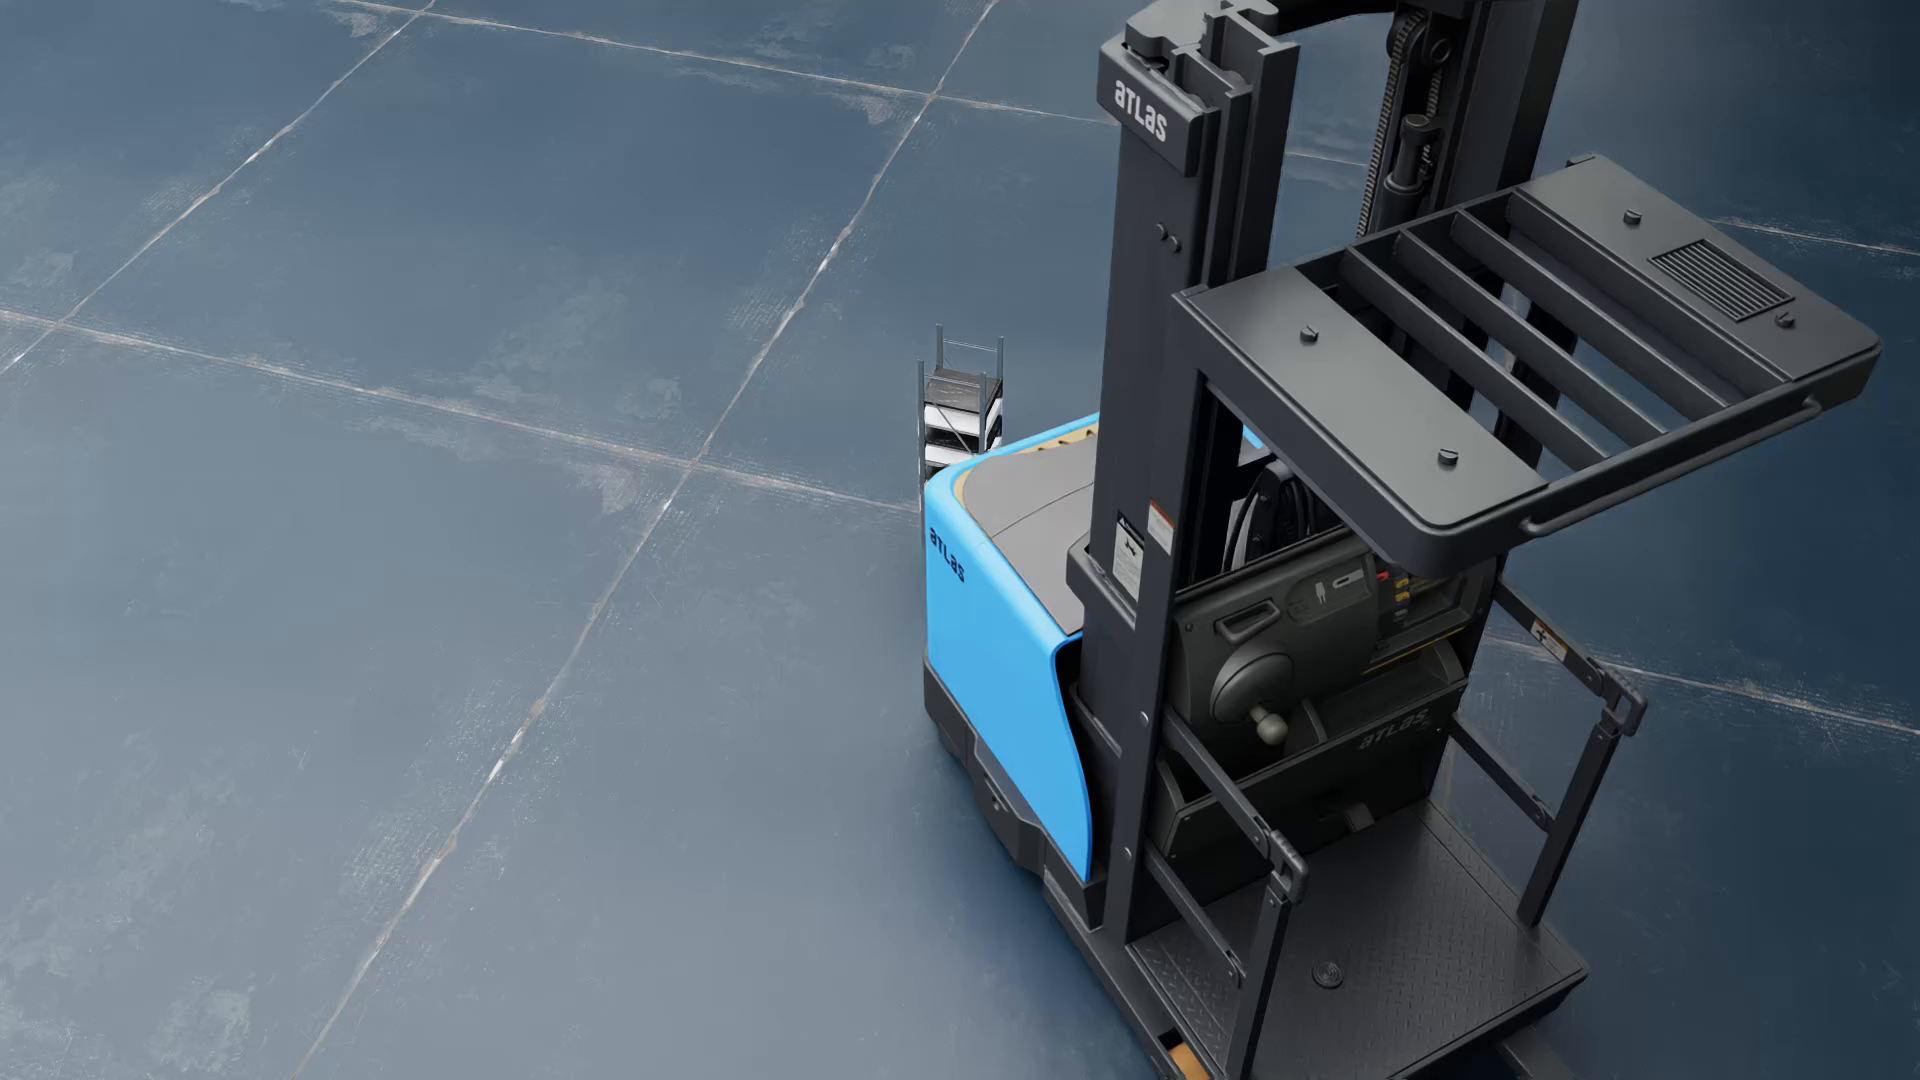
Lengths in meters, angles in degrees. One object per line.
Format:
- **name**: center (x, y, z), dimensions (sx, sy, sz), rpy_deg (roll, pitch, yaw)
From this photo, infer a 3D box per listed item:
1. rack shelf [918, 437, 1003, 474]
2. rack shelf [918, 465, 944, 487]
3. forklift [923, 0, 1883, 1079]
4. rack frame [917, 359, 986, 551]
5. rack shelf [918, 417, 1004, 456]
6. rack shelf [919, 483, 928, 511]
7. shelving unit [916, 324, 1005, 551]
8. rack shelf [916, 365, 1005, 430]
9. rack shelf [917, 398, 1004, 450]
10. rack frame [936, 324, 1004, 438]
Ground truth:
- **rack shelf**: center (0.002, -0.303, 5.964), dimensions (0.258, 0.077, 0.200), rpy_deg (13, 46, 12)
- **rack shelf**: center (0.002, -0.239, 6.027), dimensions (0.258, 0.077, 0.200), rpy_deg (13, 46, 12)
- **forklift**: center (1.025, 0.272, 3.876), dimensions (1.130, 2.935, 3.031), rpy_deg (-21, 48, -20)
- **rack frame**: center (-0.028, -0.259, 5.872), dimensions (0.240, 0.900, 0.006), rpy_deg (13, 46, 12)
- **rack shelf**: center (0.002, -0.368, 5.901), dimensions (0.258, 0.077, 0.200), rpy_deg (13, 46, 12)
- **rack shelf**: center (0.002, -0.175, 6.090), dimensions (0.258, 0.077, 0.200), rpy_deg (13, 46, 12)
- **shelving unit**: center (0.002, -0.327, 5.941), dimensions (0.258, 0.900, 0.210), rpy_deg (13, 46, 12)
- **rack shelf**: center (0.002, -0.496, 5.775), dimensions (0.258, 0.077, 0.200), rpy_deg (13, 46, 12)
- **rack shelf**: center (0.002, -0.432, 5.838), dimensions (0.258, 0.077, 0.200), rpy_deg (13, 46, 12)
- **rack frame**: center (0.033, -0.395, 6.010), dimensions (0.240, 0.900, 0.006), rpy_deg (13, 46, 12)
